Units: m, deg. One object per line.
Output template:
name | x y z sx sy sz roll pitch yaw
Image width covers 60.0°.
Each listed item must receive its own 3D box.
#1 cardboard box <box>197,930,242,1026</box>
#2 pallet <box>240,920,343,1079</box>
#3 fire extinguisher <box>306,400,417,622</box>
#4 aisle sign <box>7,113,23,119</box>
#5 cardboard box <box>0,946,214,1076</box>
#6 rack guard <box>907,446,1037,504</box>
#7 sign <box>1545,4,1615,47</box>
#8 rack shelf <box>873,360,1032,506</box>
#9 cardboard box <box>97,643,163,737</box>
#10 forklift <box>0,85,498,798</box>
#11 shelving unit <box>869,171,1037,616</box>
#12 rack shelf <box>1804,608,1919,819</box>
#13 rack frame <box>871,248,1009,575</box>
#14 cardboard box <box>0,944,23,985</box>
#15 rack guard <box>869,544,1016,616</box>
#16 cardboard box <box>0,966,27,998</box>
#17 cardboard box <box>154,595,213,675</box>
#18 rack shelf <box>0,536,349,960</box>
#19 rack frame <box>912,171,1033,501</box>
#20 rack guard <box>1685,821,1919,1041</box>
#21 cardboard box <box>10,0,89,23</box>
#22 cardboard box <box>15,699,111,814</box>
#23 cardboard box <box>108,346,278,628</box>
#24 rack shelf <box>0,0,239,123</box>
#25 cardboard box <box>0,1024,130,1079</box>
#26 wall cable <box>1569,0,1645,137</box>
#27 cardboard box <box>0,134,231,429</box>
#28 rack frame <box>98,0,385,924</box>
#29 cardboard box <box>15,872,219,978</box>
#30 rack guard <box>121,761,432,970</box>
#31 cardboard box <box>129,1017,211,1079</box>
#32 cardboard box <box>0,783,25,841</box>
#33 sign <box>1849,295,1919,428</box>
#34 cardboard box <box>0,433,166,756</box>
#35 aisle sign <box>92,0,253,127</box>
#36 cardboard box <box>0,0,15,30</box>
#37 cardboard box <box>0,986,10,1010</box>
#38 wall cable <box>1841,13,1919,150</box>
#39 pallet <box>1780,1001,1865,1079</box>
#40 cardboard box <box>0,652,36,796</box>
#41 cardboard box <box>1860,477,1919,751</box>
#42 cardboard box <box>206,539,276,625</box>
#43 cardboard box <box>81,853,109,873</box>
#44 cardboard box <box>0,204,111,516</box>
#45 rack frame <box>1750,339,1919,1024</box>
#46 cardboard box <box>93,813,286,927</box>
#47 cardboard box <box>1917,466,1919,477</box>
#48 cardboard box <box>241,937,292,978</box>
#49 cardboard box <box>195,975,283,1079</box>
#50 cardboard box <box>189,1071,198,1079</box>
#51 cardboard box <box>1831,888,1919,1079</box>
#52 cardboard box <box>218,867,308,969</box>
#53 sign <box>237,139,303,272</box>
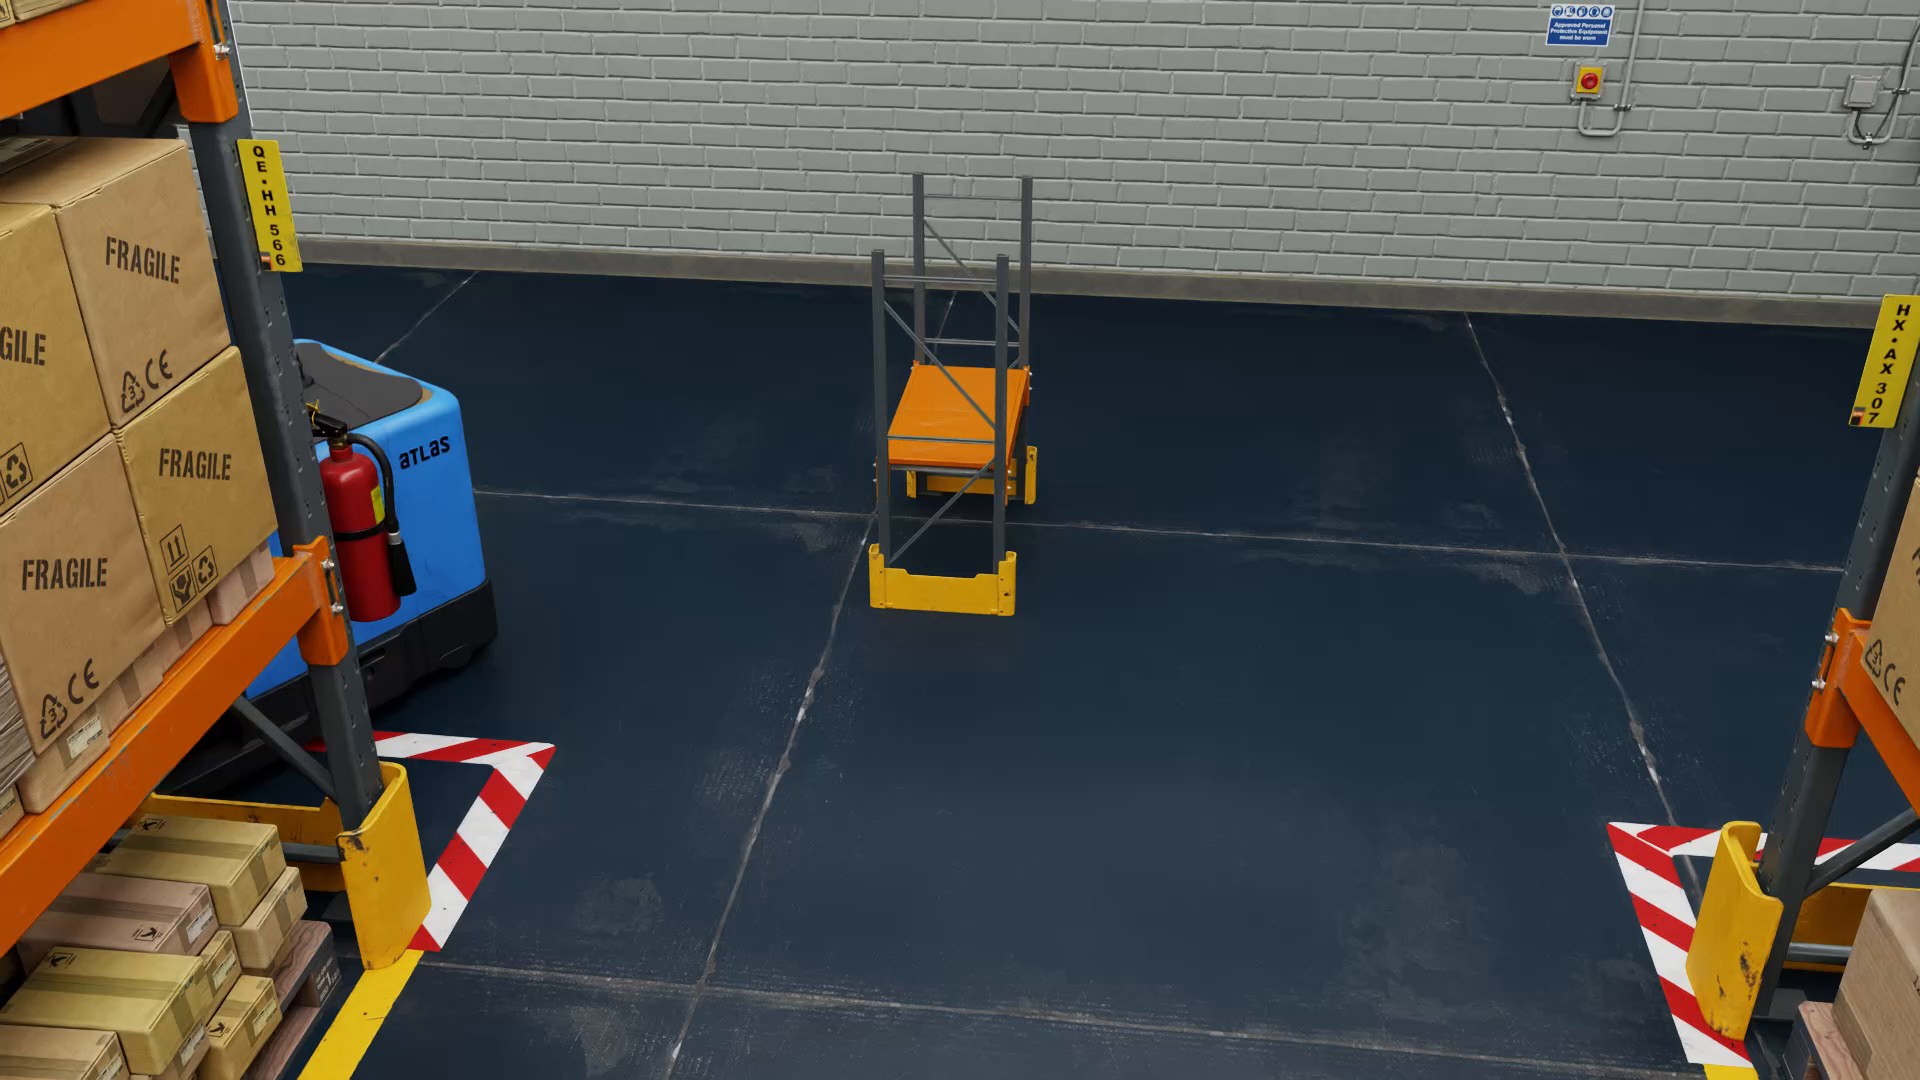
cardboard box | -2.088 1.123 4.251 0.380 0.149 0.250 3 28 5
pallet | -2.365 1.443 4.349 1.003 0.211 1.213 3 28 6
fire extinguisher | -1.732 -0.094 4.737 0.296 0.674 0.183 3 28 6
aisle sign | -2.509 -1.397 3.940 0.394 0.787 0.004 3 28 6
cardboard box | -2.028 1.116 3.952 0.380 0.149 0.250 3 28 5
rack guard | 0.052 -0.309 7.559 0.587 0.250 0.087 3 28 6
sign | 3.332 -2.767 8.938 0.327 0.218 0.001 3 28 6
rack shelf | -0.010 -0.462 6.905 0.538 0.185 1.000 3 28 6
cardboard box | -2.064 0.314 3.770 0.380 0.149 0.250 3 28 6
forklift | -3.076 -0.452 4.998 1.130 2.935 3.031 20 34 32
shelving unit | -0.009 -0.624 6.828 0.587 1.500 1.083 3 28 6
rack shelf | 2.459 1.298 2.437 1.077 0.370 4.000 3 28 6
rack frame | -0.073 -0.381 6.376 0.500 1.500 0.032 3 28 6
cardboard box | -2.537 0.971 4.220 0.380 0.149 0.250 4 29 7
rack guard | -0.070 0.160 6.689 0.587 0.250 0.087 3 28 6
cardboard box | -2.629 1.096 4.303 0.380 0.149 0.250 3 28 6
cardboard box | -2.048 0.195 3.991 0.380 0.149 0.250 3 28 6
rack shelf | -2.466 1.057 2.883 1.077 0.370 4.000 3 28 6
rack frame | 0.052 -0.859 7.264 0.500 1.500 0.032 3 28 6
rack guard | 2.707 1.129 4.628 1.175 0.500 0.348 3 28 6
cardboard box | -2.014 -1.226 3.358 0.500 0.250 0.500 3 28 5
cardboard box | -2.072 0.435 3.545 0.380 0.149 0.250 4 29 8
cardboard box | -2.020 -0.149 3.945 0.500 0.500 0.500 4 29 7
rack shelf | -2.466 -0.263 2.172 1.077 0.370 4.000 3 28 6
cardboard box | -2.122 1.234 3.733 0.380 0.149 0.250 2 28 4
wall cable | 3.372 -3.077 8.695 0.585 1.953 0.123 3 28 6
cardboard box | -2.030 -0.586 3.702 0.500 0.500 0.500 3 28 5
rack frame | -2.221 -0.201 4.460 1.000 3.000 0.127 3 28 6
cardboard box | -2.122 0.986 4.192 0.380 0.149 0.250 4 29 7
rack guard | -2.230 0.935 4.986 1.175 0.500 0.348 3 28 6
cardboard box | -2.064 1.248 4.020 0.380 0.149 0.250 2 28 4
cardboard box | -2.133 0.557 3.318 0.380 0.149 0.250 2 28 4
sign | 2.154 -0.412 3.855 0.100 0.325 0.005 3 28 6
cardboard box | -2.089 0.093 3.496 0.500 0.500 0.500 3 28 5
aisle sign | -1.914 -1.362 3.875 0.394 0.787 0.004 3 28 6
cardboard box | -2.069 -0.985 2.912 0.500 0.250 0.500 3 28 6
cardboard box | -2.571 1.216 4.079 0.380 0.149 0.250 4 29 7
wall cable | 4.781 -2.987 8.560 0.588 1.984 0.122 3 28 6
pallet | 2.684 1.648 3.969 1.003 0.211 1.213 3 28 6
cardboard box | -2.141 0.332 3.052 0.500 0.500 0.500 3 29 6
cardboard box | 2.361 0.205 3.602 0.500 0.500 0.500 3 28 6
cardboard box | -1.980 0.080 4.204 0.380 0.149 0.250 3 28 6
cardboard box | -2.540 0.970 4.536 0.380 0.149 0.250 5 29 8
cardboard box | -2.092 -0.348 3.259 0.500 0.500 0.500 2 28 4
rack frame | 2.704 0.039 4.014 1.000 3.000 0.127 3 28 6
cardboard box | -2.034 0.871 4.406 0.380 0.149 0.250 4 29 7
cardboard box | 2.363 -0.235 3.365 0.500 0.500 0.500 3 28 5
cardboard box | -2.078 1.129 4.554 0.380 0.149 0.250 4 29 7
cardboard box | -2.009 1.256 4.318 0.380 0.149 0.250 4 29 8
cardboard box | -2.127 1.376 4.097 0.380 0.149 0.250 3 28 6
cardboard box | 2.723 1.299 3.935 0.875 0.438 0.875 2 28 4
cardboard box | -2.002 1.004 4.474 0.380 0.149 0.250 3 28 5
sign | -1.672 -0.808 4.033 0.100 0.325 0.005 3 28 6
